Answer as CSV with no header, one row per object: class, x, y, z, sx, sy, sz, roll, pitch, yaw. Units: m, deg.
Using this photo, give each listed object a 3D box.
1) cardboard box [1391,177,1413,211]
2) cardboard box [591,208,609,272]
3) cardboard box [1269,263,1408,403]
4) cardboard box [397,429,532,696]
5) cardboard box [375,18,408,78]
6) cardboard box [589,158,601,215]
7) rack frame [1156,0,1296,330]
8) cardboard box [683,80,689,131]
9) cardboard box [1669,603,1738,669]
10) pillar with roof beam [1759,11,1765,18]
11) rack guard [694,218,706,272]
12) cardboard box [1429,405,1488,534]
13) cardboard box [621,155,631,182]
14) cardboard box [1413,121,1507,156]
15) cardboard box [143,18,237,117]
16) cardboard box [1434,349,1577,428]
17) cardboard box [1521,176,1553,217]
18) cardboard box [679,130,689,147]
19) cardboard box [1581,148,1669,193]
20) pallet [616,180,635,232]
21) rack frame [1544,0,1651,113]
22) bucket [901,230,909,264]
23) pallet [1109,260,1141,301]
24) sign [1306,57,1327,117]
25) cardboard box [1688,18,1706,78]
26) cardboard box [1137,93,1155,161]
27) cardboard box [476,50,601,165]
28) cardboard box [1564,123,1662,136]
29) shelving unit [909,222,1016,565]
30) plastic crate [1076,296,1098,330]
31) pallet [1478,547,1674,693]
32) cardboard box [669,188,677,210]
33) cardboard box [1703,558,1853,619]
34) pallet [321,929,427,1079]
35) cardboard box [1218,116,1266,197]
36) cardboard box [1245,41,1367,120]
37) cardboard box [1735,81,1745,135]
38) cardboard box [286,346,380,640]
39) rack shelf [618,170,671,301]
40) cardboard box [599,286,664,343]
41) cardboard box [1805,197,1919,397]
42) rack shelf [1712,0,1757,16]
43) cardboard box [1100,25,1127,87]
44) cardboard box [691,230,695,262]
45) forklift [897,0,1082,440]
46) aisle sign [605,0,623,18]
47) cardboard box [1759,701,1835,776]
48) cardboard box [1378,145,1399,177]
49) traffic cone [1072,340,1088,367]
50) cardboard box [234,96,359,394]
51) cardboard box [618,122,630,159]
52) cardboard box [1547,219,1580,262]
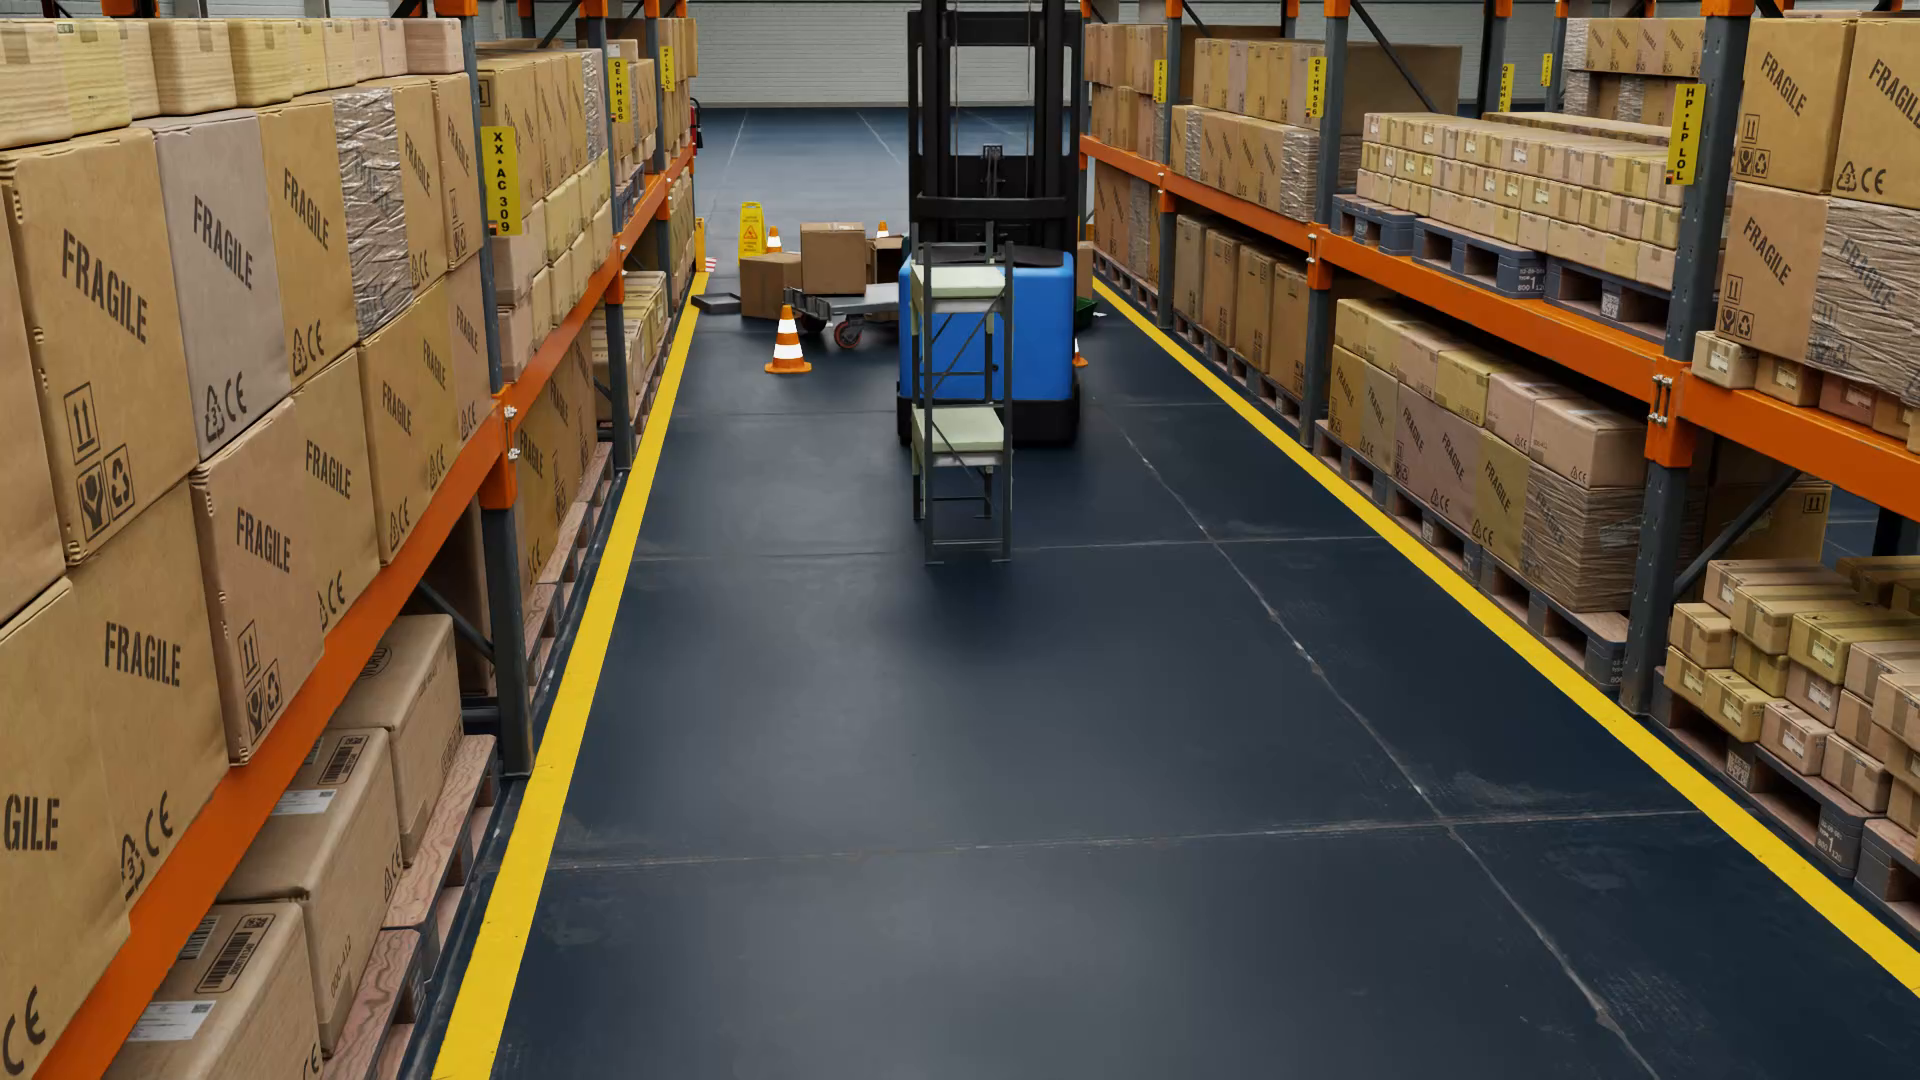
cardboard box,2.449,-1.784,8.570,0.380,0.149,0.250,-1,17,-3
cardboard box,-1.987,-1.454,8.052,0.500,0.250,0.500,-1,17,-5
cardboard box,2.574,-1.314,10.411,1.050,0.750,0.750,-2,18,-6
cardboard box,-2.097,0.003,6.007,0.875,0.875,0.875,-1,17,-4
cardboard box,-1.686,-1.299,4.387,0.380,0.149,0.250,-1,17,-4
cardboard box,-2.007,-1.698,7.994,0.500,0.250,0.500,-2,18,-7
rack frame,2.135,-3.195,13.346,1.000,3.000,0.127,-2,18,-6
cardboard box,-2.814,-4.091,15.536,0.500,0.500,0.500,-2,18,-6
cardboard box,2.679,0.324,5.698,0.380,0.149,0.250,-1,17,-3
pillar with roof beam,15.622,-14.667,39.871,9.100,9.000,0.400,-2,18,-6
rack guard,-3.183,-2.988,16.861,1.175,0.500,0.348,-2,18,-6
cardboard box,2.532,-0.338,7.717,0.500,0.500,0.500,-2,18,-7
cardboard box,-2.200,-2.254,10.068,0.380,0.149,0.250,-2,18,-5
cardboard box,2.480,-1.992,8.239,0.380,0.149,0.250,-3,18,-8
cardboard box,-1.421,-0.772,2.710,0.380,0.149,0.250,-2,18,-5
cardboard box,2.523,-0.702,7.625,0.500,0.250,0.500,-3,18,-8
cardboard box,2.613,-1.458,7.034,0.380,0.149,0.250,-3,18,-8
cardboard box,-2.741,-3.754,15.547,0.380,0.149,0.250,-1,17,-5
cardboard box,2.671,-1.447,6.502,0.380,0.149,0.250,-2,18,-7
pallet,-2.545,-1.938,9.662,1.213,0.211,1.003,-2,18,-6
rack frame,6.666,-4.510,17.534,1.000,3.000,0.127,-2,18,-6
bucket,-0.172,-2.328,13.511,0.726,0.611,0.620,4,28,13
pallet,2.005,-2.458,15.654,1.003,0.211,1.213,-2,18,-6
sign,1.996,-2.538,9.319,0.100,0.325,0.005,-2,18,-6
cardboard box,6.706,-4.259,14.403,0.500,0.500,0.500,-2,18,-6
cardboard box,2.006,-3.539,14.192,0.875,0.550,0.550,-2,18,-6
cardboard box,-1.991,-2.046,7.851,0.500,0.500,0.500,-1,17,-5
cardboard box,3.155,-1.931,8.046,0.380,0.149,0.250,-2,18,-6
shelving unit,-0.001,-0.718,7.959,0.431,1.500,0.755,-2,18,-6
plastic crate,0.814,-1.892,13.795,0.450,0.188,0.662,18,23,19
pallet,2.878,0.287,6.911,1.003,0.211,1.213,-2,18,-6
cardboard box,-2.524,-2.791,13.614,0.380,0.149,0.250,-2,17,-5
cardboard box,2.790,0.173,5.682,0.380,0.149,0.250,-1,17,-3
pallet,-1.824,1.295,3.699,1.003,0.211,1.213,-2,18,-6
cardboard box,2.075,-2.627,11.370,0.500,0.500,0.500,-2,17,-5
cardboard box,2.349,-3.118,11.264,0.700,0.500,0.500,-2,18,-6
cardboard box,7.094,-3.644,14.112,0.875,0.500,0.500,-2,18,-6
cardboard box,-1.487,-0.087,3.279,0.500,0.500,0.500,-1,17,-4
rack shelf,-2.572,-2.073,10.973,1.077,0.370,4.000,-2,18,-6
cardboard box,-2.644,-1.588,11.914,0.950,0.372,0.625,-1,17,-2
cardboard box,2.819,-0.699,4.731,0.500,0.500,0.500,-2,18,-6
rack shelf,3.166,-1.304,3.515,1.077,0.370,4.000,-2,18,-6
cardboard box,1.793,-4.530,15.544,0.875,0.550,0.550,-2,18,-6
cardboard box,-2.837,-2.853,16.145,0.500,0.250,0.500,-2,18,-6
forklift,0.230,-2.378,10.858,1.130,2.935,3.031,1,17,3
aisle sign,-3.506,-5.453,16.198,0.394,0.787,0.004,-2,18,-6
cardboard box,2.783,0.618,5.258,0.380,0.149,0.250,-2,18,-6
cardboard box,2.428,-1.995,8.745,0.380,0.149,0.250,-1,17,-3
traffic cone,0.771,-1.538,12.305,0.336,0.463,0.334,-2,18,-6
cardboard box,-1.480,-0.569,3.145,0.500,0.500,0.500,-2,18,-5
cardboard box,-2.243,-2.506,9.788,0.500,0.500,0.500,-1,17,-3
cardboard box,2.645,-1.231,6.807,0.380,0.149,0.250,-3,18,-8
